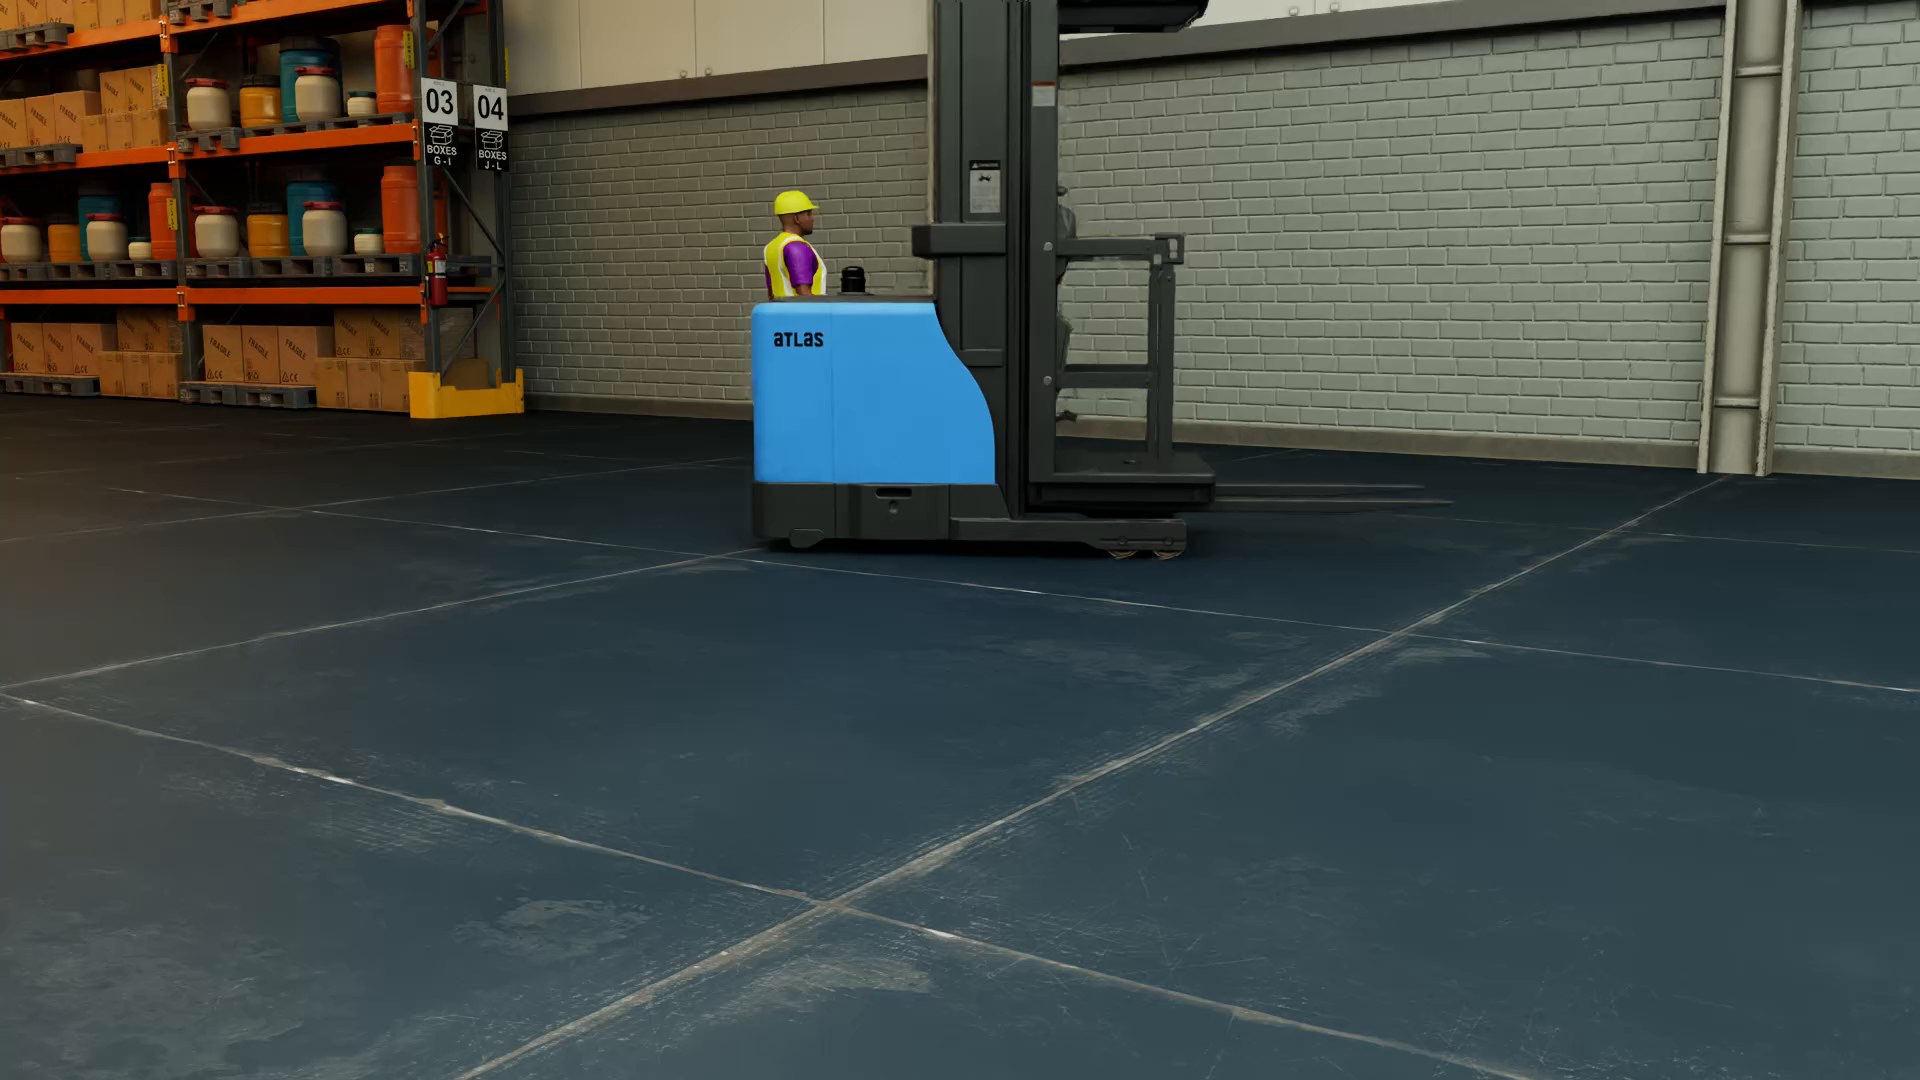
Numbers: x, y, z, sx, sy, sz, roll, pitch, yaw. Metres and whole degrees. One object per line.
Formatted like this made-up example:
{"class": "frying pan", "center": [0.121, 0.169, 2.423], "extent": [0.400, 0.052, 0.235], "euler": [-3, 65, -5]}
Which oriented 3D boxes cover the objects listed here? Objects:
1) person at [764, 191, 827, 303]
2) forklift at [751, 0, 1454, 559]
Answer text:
{"class": "person", "center": [-1.009, -1.309, 10.537], "extent": [0.382, 1.771, 0.552], "euler": [-4, 9, -27]}
{"class": "forklift", "center": [0.631, -1.448, 7.379], "extent": [3.031, 2.935, 1.130], "euler": [0, 8, 3]}
